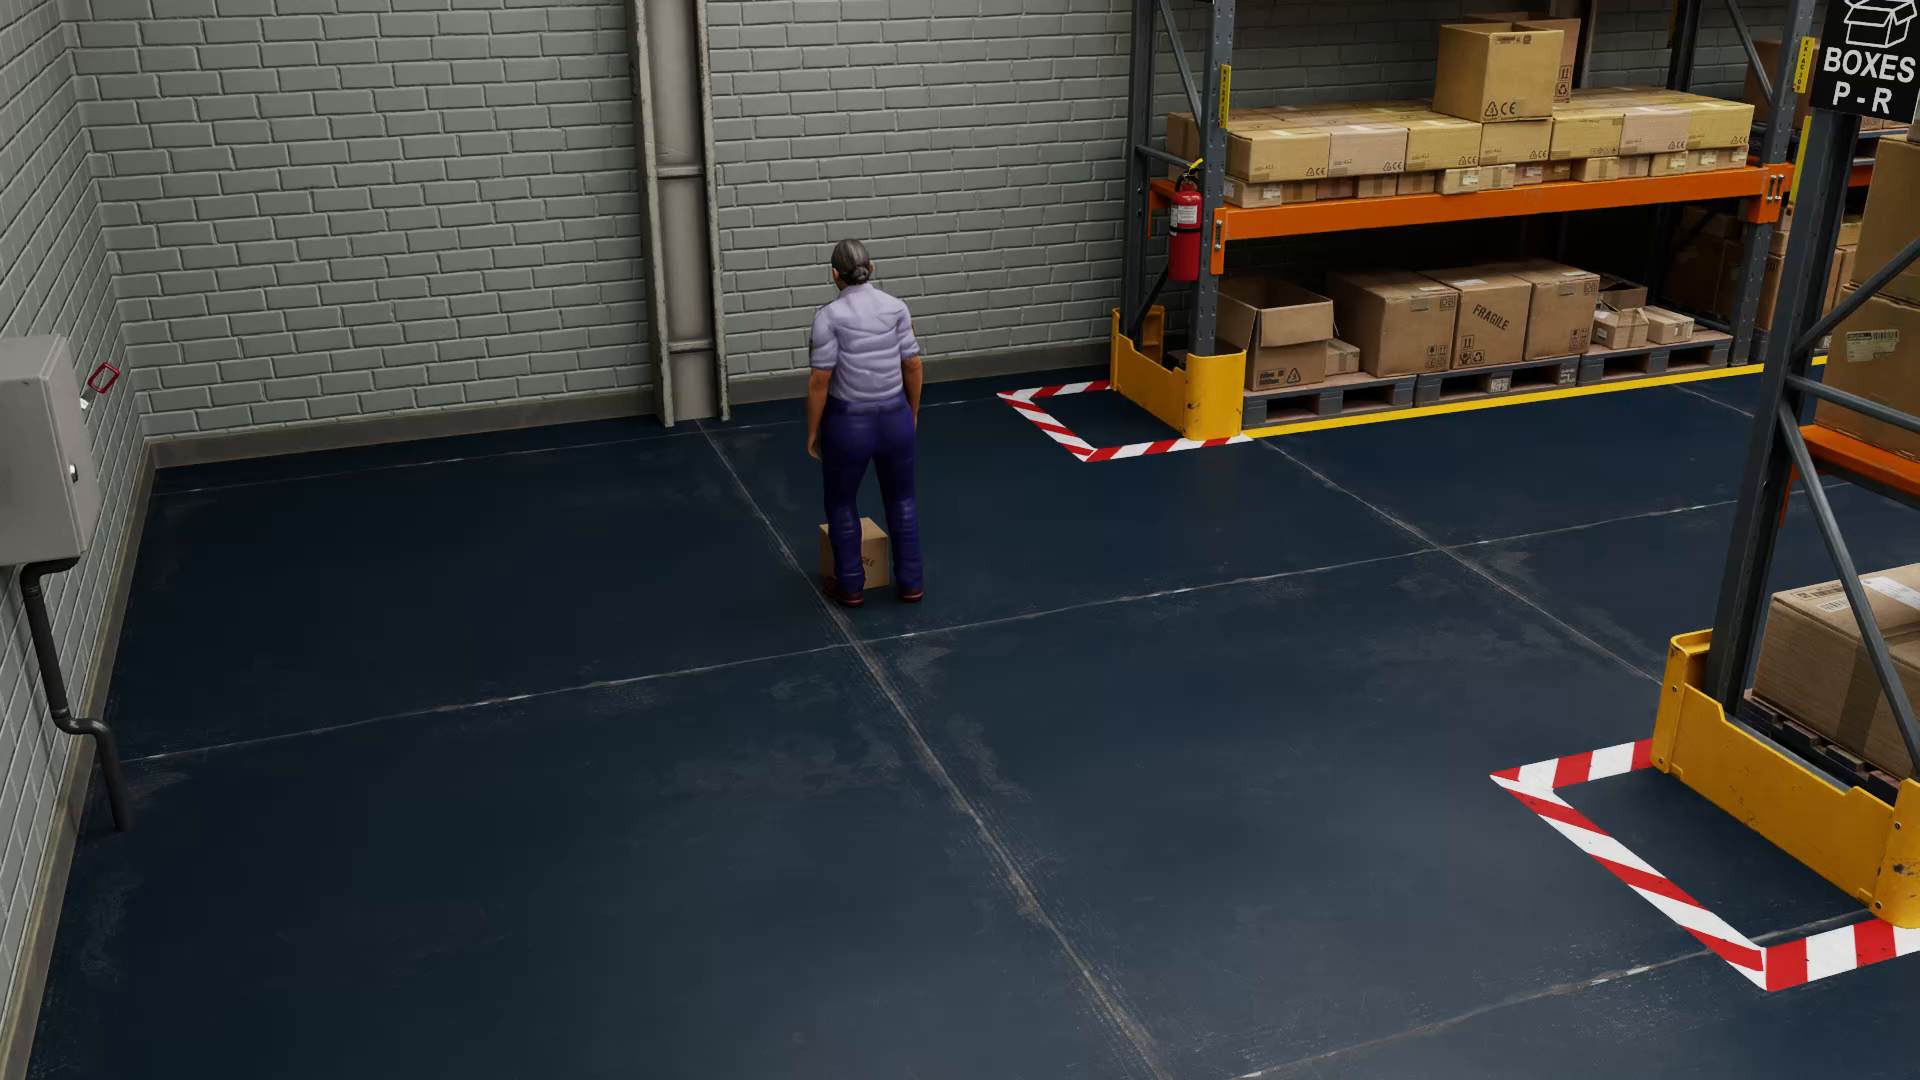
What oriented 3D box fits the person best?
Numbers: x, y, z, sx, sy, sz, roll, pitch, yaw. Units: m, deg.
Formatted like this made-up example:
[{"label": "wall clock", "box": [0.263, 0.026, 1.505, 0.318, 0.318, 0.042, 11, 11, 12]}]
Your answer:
[{"label": "person", "box": [-0.414, -0.500, 7.300, 0.564, 1.652, 0.422, -10, 25, -22]}]
